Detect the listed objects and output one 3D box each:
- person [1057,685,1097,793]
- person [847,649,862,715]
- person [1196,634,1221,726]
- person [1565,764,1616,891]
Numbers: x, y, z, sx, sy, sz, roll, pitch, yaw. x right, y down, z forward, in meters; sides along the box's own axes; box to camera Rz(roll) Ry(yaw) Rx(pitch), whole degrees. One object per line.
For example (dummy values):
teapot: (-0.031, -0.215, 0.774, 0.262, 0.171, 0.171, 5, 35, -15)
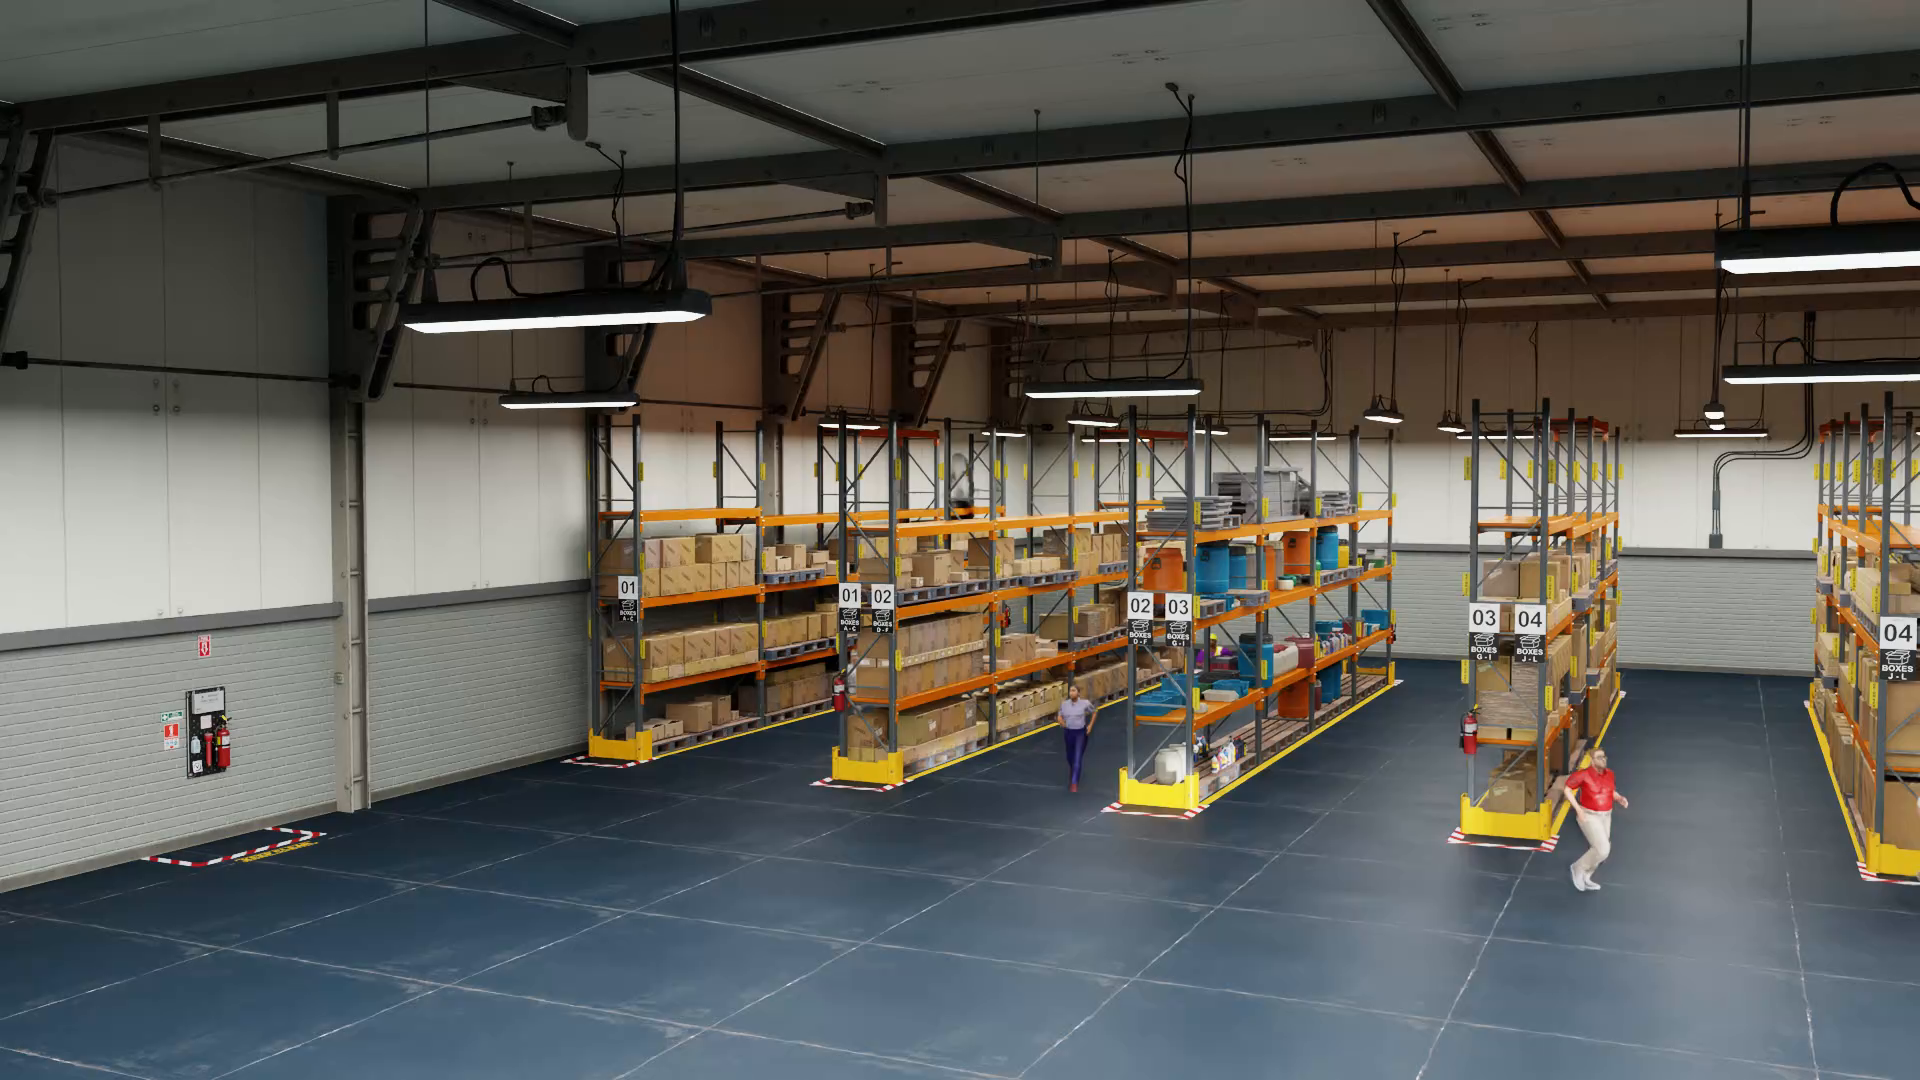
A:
person: (1.853, 3.108, 26.327, 0.614, 1.655, 0.915, 1, 3, 21)
person: (-1.903, 2.885, 30.976, 0.622, 1.708, 0.937, 1, 2, 19)
person: (5.069, 2.754, 33.135, 0.711, 1.800, 0.957, 1, 3, 26)
person: (7.593, 3.429, 19.829, 0.620, 1.513, 0.539, -1, 3, -27)
